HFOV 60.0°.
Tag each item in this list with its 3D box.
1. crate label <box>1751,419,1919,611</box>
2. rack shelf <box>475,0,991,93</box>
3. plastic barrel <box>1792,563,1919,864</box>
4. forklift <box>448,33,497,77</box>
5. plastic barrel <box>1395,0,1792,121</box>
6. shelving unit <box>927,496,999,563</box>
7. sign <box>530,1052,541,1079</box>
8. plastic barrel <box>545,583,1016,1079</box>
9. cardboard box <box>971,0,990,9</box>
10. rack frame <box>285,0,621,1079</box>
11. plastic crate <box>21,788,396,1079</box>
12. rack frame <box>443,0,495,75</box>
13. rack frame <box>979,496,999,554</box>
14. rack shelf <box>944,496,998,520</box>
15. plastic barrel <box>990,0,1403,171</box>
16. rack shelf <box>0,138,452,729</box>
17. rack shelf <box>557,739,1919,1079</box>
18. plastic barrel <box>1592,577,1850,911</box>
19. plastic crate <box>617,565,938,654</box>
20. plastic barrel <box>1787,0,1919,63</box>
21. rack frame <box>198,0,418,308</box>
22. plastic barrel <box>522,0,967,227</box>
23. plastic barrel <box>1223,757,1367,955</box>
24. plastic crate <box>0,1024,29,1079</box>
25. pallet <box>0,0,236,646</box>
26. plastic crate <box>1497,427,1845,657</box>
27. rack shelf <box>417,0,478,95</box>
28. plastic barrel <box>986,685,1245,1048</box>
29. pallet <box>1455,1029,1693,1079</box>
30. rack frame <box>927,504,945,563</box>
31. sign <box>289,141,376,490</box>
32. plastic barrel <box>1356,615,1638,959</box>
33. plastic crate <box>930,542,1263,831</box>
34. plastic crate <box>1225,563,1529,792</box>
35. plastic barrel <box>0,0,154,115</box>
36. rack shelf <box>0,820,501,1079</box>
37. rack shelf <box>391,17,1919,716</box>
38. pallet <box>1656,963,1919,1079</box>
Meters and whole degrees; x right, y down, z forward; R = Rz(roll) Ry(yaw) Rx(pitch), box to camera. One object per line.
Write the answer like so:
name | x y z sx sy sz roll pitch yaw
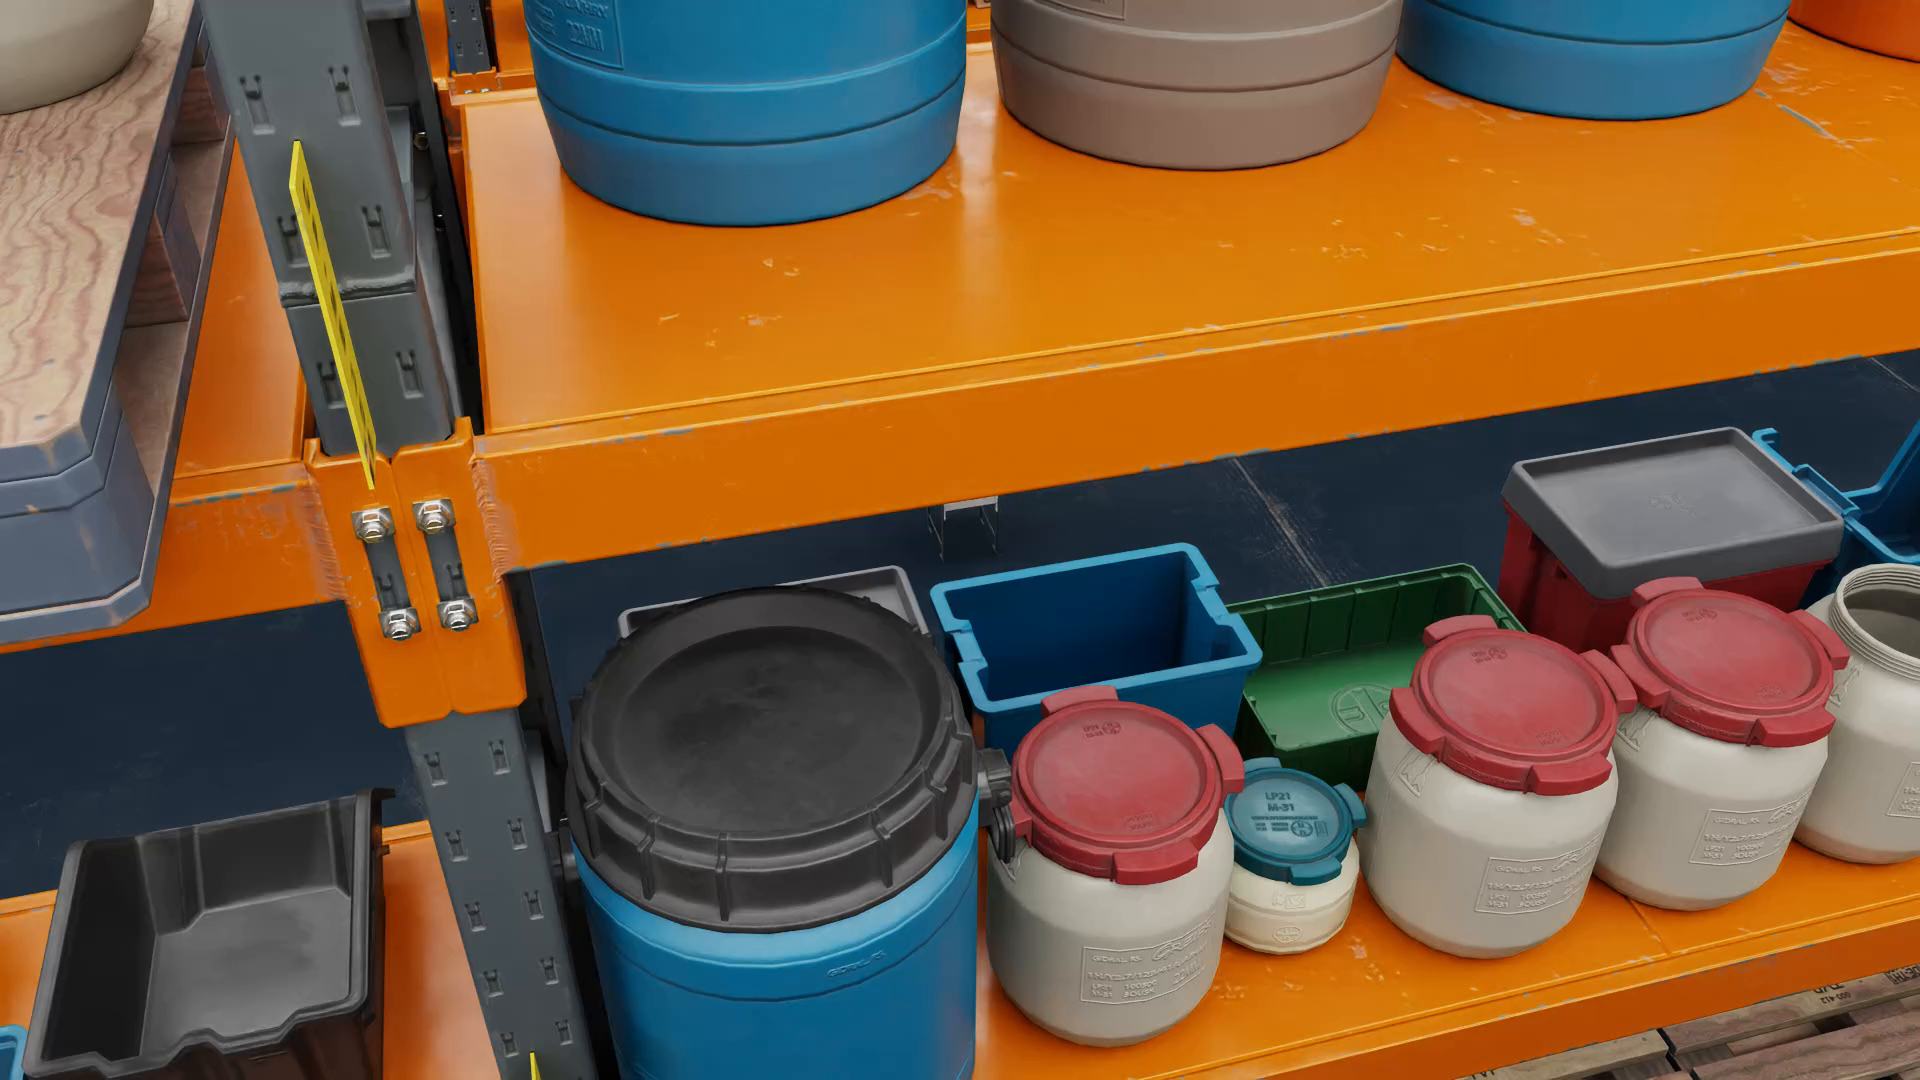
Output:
crate label | 2.109 0.016 3.732 0.616 0.435 0.502 -9 38 -12
rack shelf | -0.080 -2.273 7.344 4.000 0.370 1.077 -9 38 -12
plastic barrel | 1.794 0.342 3.243 0.421 0.512 0.421 0 37 0
forklift | -2.109 -3.922 8.965 1.130 2.935 3.031 29 46 33
plastic barrel | 0.974 -1.141 2.391 0.708 0.901 0.600 -9 38 -12
shelving unit | 0.008 -0.359 5.978 0.210 0.900 0.258 -9 38 -12
sign | -0.591 0.879 2.404 0.005 0.325 0.100 -9 38 -12
plastic barrel | -0.271 0.582 2.608 0.708 0.901 0.600 -9 38 -12
cardboard box | 0.235 -2.639 7.149 0.500 0.500 0.500 -11 39 -14
rack frame | -0.723 0.665 2.912 0.127 3.000 1.000 -9 38 -12
plastic crate | -1.262 0.698 2.920 0.504 0.338 0.767 -9 38 -12
rack frame | -2.011 -2.241 6.711 0.127 3.000 1.000 -9 38 -12
rack frame | 0.106 -0.375 5.999 0.006 0.900 0.240 -9 38 -12
rack shelf | 0.008 -0.189 6.108 0.200 0.077 0.258 -9 38 -12
plastic barrel | 0.343 -1.037 2.256 0.600 0.901 0.600 0 37 0
rack shelf | -2.654 0.076 1.805 4.000 0.370 1.077 -9 38 -12
rack shelf | 1.208 0.634 3.545 4.000 0.370 1.077 -9 38 -12
plastic barrel | 1.384 0.403 3.143 0.433 0.535 0.433 0 37 0
plastic crate | -0.336 0.383 3.228 0.583 0.464 0.402 -9 38 -12
plastic barrel | 1.658 -1.225 2.560 0.708 0.830 0.600 -9 38 -12
rack frame | -0.723 -1.718 1.090 0.127 3.000 1.000 -9 38 -12
plastic barrel | -0.289 -0.934 2.120 0.708 0.901 0.600 -9 38 -12
plastic barrel | 0.595 0.600 3.111 0.301 0.262 0.301 0 37 0
plastic crate | -1.721 1.058 2.520 0.616 0.251 0.499 -9 38 -12
pallet | -1.394 -0.280 1.834 1.003 0.211 1.213 -9 38 -12
plastic crate | 1.499 0.082 3.621 0.583 0.464 0.402 -9 38 -12
rack shelf | -3.942 -1.639 6.516 4.000 0.370 1.077 -9 38 -12
plastic barrel | 0.258 0.588 2.901 0.433 0.535 0.433 0 37 0
pallet | 1.205 1.430 4.207 1.213 0.211 1.003 -9 38 -12
rack frame | -0.090 -0.343 5.957 0.006 0.900 0.240 -9 38 -12
sign | -0.591 -0.206 1.574 0.005 0.325 0.100 -9 38 -12
plastic barrel | 0.966 0.472 3.053 0.433 0.535 0.433 0 37 0
plastic crate | 0.261 0.314 3.384 0.575 0.384 0.392 -9 38 -12
plastic crate | 0.884 0.307 3.554 0.662 0.188 0.450 -9 38 -12
plastic barrel | -1.190 -0.785 1.901 0.421 0.512 0.421 0 37 0
rack shelf | -2.654 1.267 2.717 4.000 0.370 1.077 -9 38 -12
rack shelf | 1.208 -0.558 2.634 4.000 0.370 1.077 -9 38 -12
pallet | 2.380 1.238 4.457 1.213 0.211 1.003 -9 38 -12
